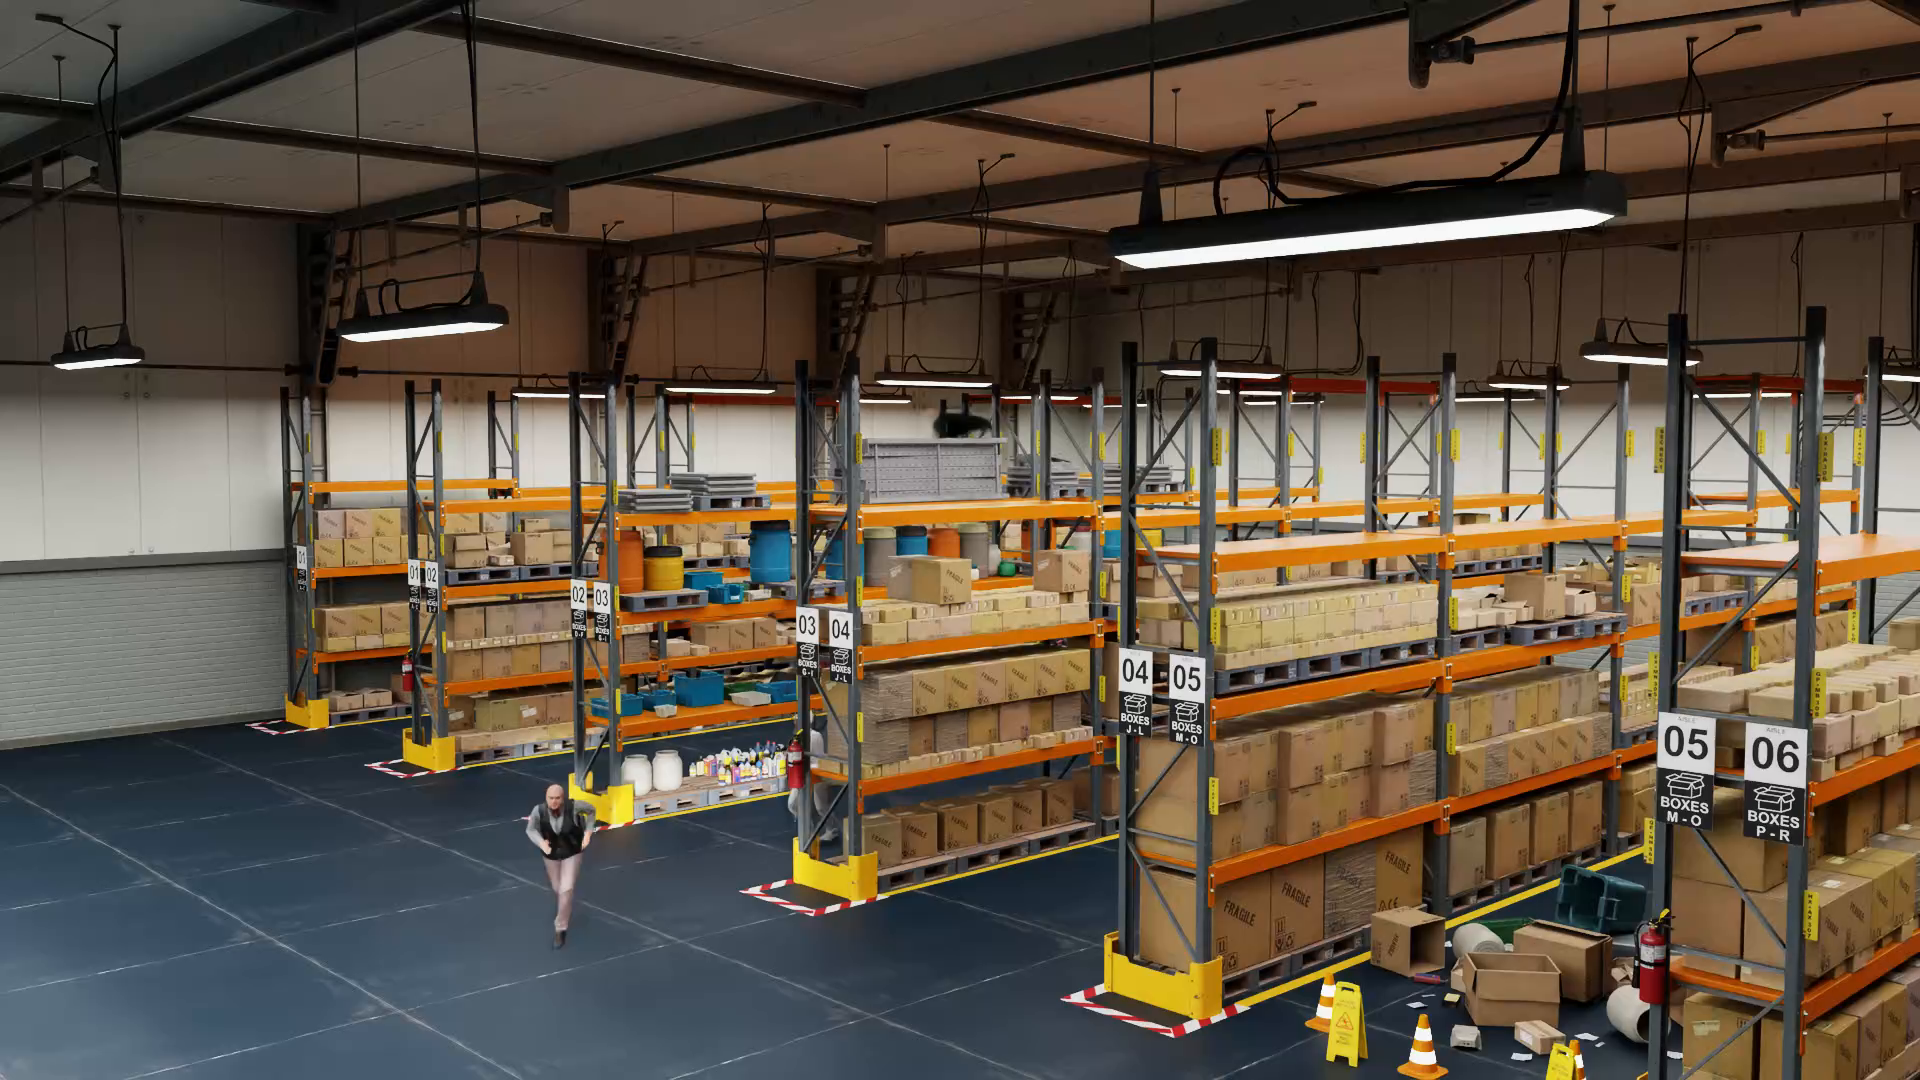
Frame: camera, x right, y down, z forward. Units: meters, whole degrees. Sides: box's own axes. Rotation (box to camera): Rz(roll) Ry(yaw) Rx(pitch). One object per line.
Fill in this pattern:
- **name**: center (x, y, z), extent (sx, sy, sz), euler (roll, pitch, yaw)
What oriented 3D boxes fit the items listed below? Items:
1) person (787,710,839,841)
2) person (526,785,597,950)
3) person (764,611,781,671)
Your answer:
- **person**: center (-1.847, 2.964, 20.736), extent (0.842, 1.773, 0.627), euler (-4, 5, -44)
- **person**: center (-4.083, 3.275, 17.109), extent (0.700, 1.683, 0.993), euler (0, 4, -7)
- **person**: center (-3.795, 2.208, 33.446), extent (0.537, 1.586, 0.881), euler (3, 4, 34)
